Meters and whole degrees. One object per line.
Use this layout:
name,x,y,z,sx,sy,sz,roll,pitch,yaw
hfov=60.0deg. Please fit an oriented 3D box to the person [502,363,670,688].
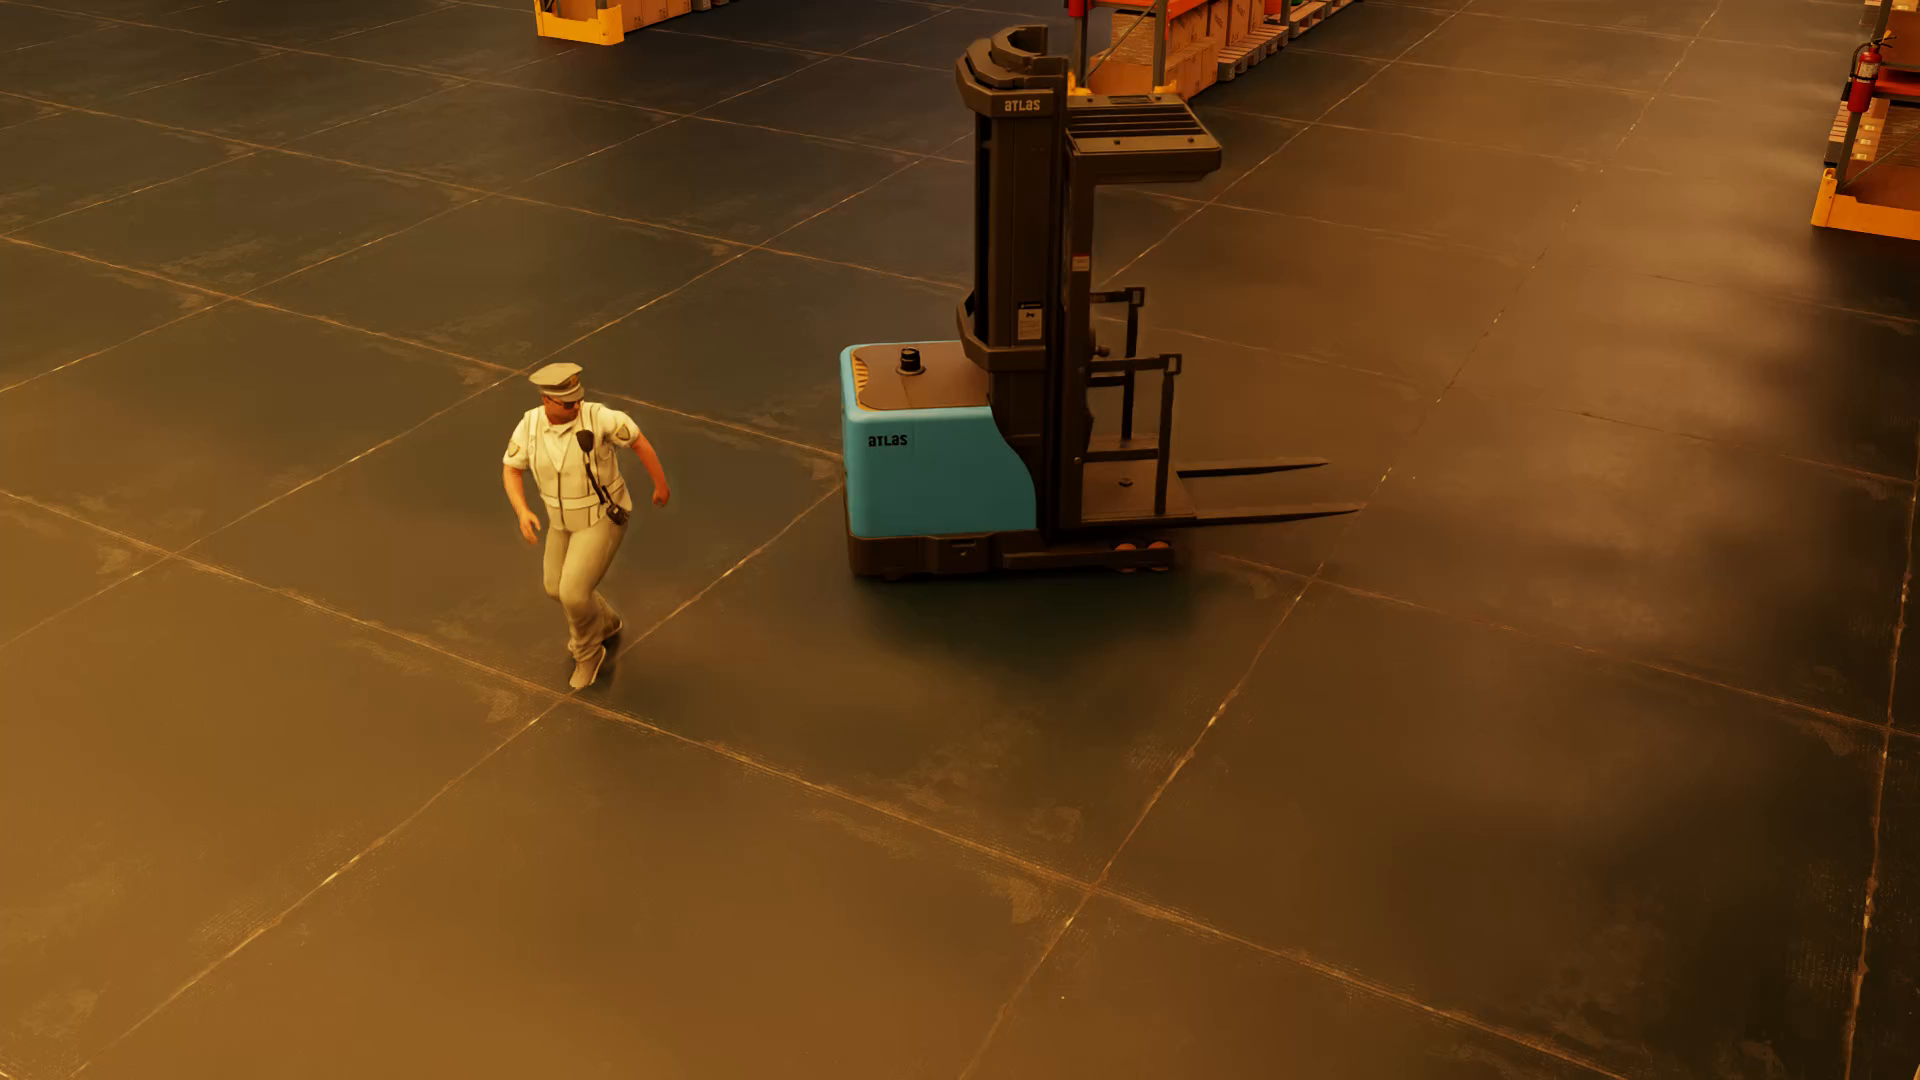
person,-1.955,-0.096,8.558,0.631,1.760,0.798,15,33,24

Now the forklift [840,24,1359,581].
forklift,0.828,-1.340,9.393,3.031,2.935,1.130,-3,30,-5
